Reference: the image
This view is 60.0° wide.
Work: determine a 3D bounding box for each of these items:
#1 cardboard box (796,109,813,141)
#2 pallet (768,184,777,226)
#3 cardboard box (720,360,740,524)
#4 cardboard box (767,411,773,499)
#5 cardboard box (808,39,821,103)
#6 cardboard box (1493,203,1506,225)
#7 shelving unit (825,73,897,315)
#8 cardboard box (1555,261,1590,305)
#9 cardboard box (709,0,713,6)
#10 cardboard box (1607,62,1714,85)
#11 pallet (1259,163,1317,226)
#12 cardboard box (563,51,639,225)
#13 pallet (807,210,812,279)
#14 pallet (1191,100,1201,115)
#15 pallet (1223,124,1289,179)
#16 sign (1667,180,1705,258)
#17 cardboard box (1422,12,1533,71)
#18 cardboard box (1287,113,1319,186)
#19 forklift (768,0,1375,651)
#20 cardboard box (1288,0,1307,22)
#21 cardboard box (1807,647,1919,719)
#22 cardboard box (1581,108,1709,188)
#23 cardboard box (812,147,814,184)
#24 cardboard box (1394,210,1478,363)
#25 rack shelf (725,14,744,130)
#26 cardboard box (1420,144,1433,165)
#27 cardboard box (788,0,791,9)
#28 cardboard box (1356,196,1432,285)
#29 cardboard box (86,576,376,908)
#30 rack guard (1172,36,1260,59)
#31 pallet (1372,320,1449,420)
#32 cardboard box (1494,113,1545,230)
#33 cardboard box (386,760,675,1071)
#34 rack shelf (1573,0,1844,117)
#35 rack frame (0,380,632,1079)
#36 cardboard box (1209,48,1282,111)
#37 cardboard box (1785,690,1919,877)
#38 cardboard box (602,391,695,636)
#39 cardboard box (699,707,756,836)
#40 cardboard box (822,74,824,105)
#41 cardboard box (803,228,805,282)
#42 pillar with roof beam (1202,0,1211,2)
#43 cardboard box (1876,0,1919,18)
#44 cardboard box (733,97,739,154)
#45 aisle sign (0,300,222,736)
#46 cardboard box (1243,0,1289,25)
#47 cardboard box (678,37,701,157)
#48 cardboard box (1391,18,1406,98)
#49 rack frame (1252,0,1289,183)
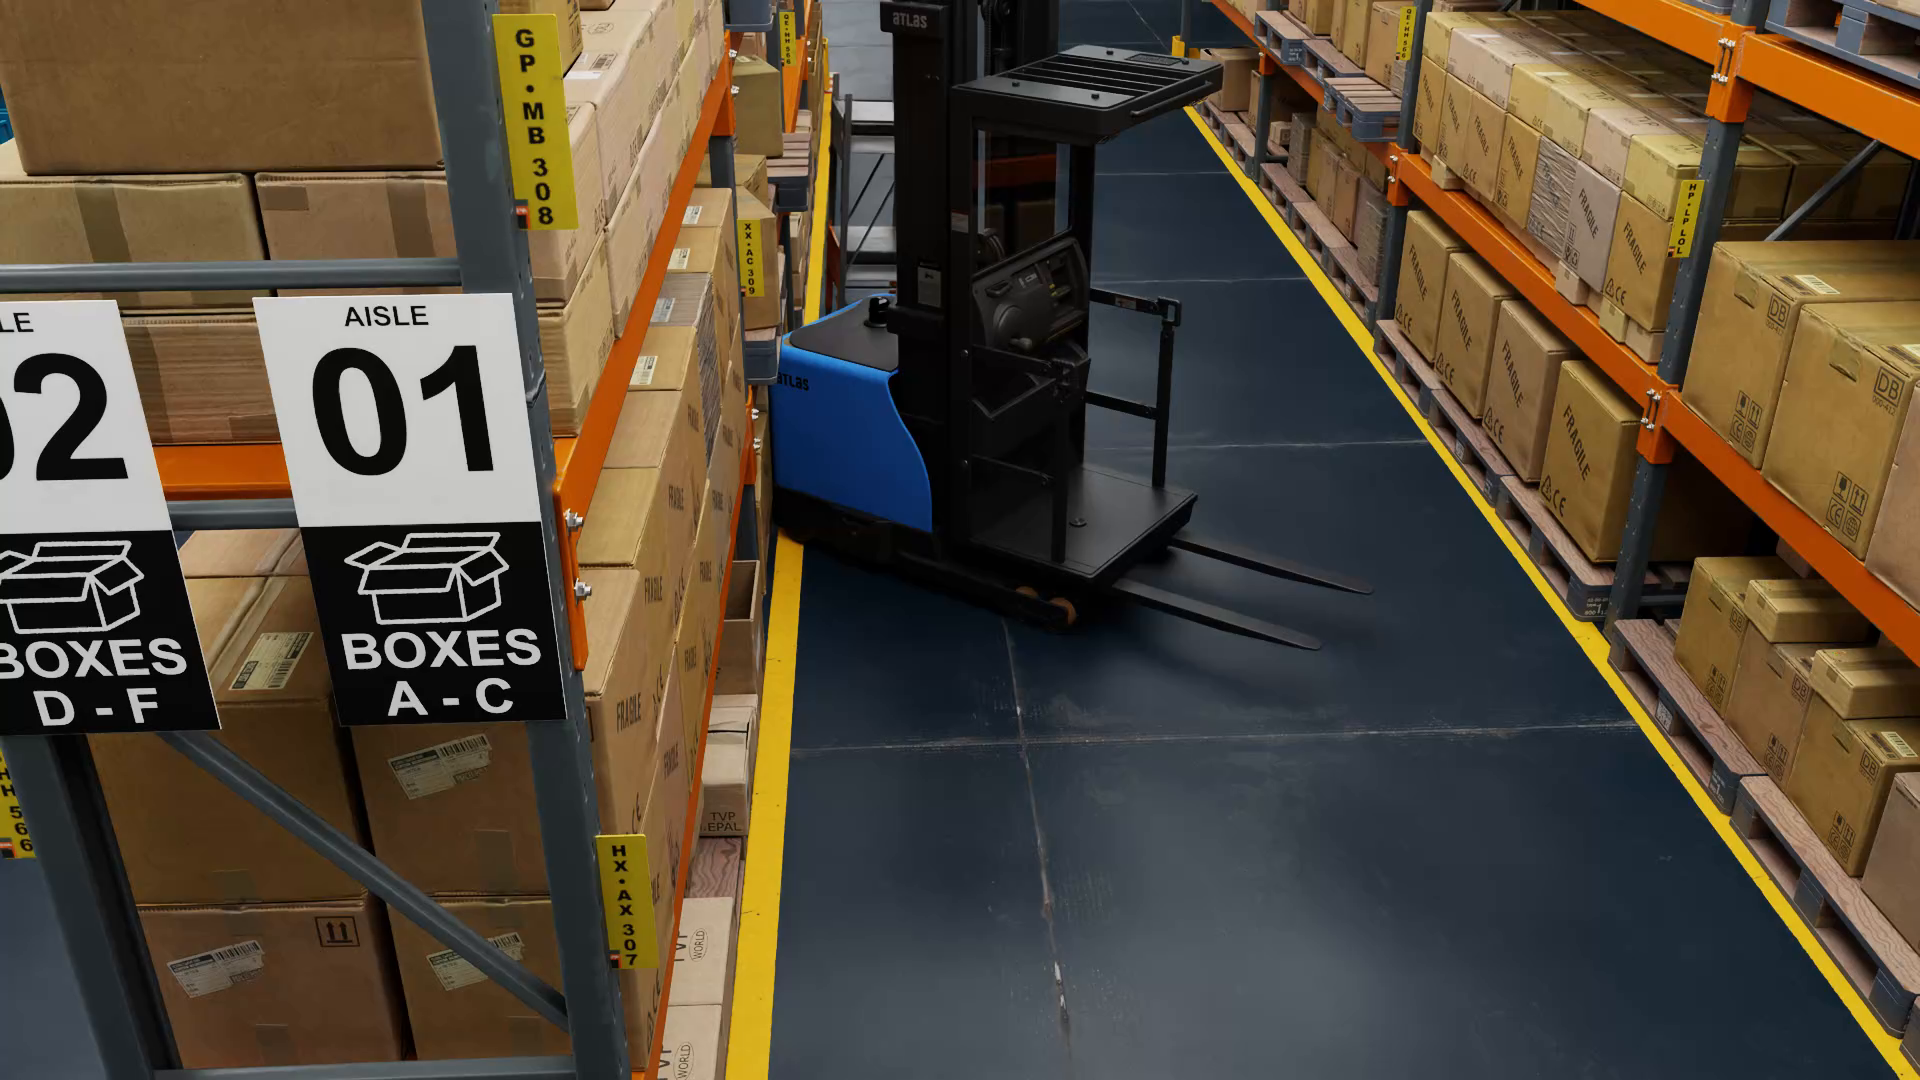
[{"bbox_3d":[-1.507,-3.477,14.085,0.500,0.311,0.500,-1,28,-3],"label":"cardboard box"},{"bbox_3d":[-1.499,-1.611,8.802,1.003,0.211,1.213,-1,28,-3],"label":"pallet"},{"bbox_3d":[-1.086,-0.328,6.027,0.500,0.500,0.500,-1,28,-1],"label":"cardboard box"},{"bbox_3d":[-1.236,-0.540,8.768,0.500,0.500,0.500,-1,28,-2],"label":"cardboard box"},{"bbox_3d":[-1.578,-4.424,15.697,0.500,0.500,0.500,-1,28,-3],"label":"cardboard box"},{"bbox_3d":[3.222,-1.861,9.325,0.380,0.149,0.250,-1,28,-2],"label":"cardboard box"},{"bbox_3d":[-0.510,-1.481,9.290,0.431,2.100,0.503,-2,27,-12],"label":"shelving unit"},{"bbox_3d":[3.172,-1.272,8.195,0.380,0.149,0.250,-1,28,-3],"label":"cardboard box"},{"bbox_3d":[-1.100,-2.014,5.745,0.500,0.250,0.500,-1,28,-3],"label":"cardboard box"},{"bbox_3d":[3.698,-2.318,8.689,0.500,0.250,0.500,-2,28,-4],"label":"cardboard box"},{"bbox_3d":[3.174,-2.966,14.209,1.003,0.211,1.213,-1,28,-3],"label":"pallet"},{"bbox_3d":[-0.974,-0.859,3.531,0.500,0.250,0.500,-1,28,-3],"label":"cardboard box"},{"bbox_3d":[-1.670,-2.301,12.933,1.003,0.211,1.213,-1,28,-3],"label":"pallet"},{"bbox_3d":[2.934,-4.762,17.652,1.003,0.211,1.213,-1,28,-3],"label":"pallet"},{"bbox_3d":[3.062,-3.635,15.492,1.003,0.211,1.213,-1,28,-3],"label":"pallet"},{"bbox_3d":[3.009,-1.329,6.887,0.100,0.325,0.005,-1,28,-3],"label":"sign"},{"bbox_3d":[3.109,-3.004,10.003,0.500,0.250,0.500,-1,28,-1],"label":"cardboard box"},{"bbox_3d":[3.187,-3.310,14.079,0.700,0.500,0.500,0,28,-1],"label":"cardboard box"},{"bbox_3d":[0.516,-1.138,7.762,3.031,2.935,1.130,17,32,30],"label":"forklift"},{"bbox_3d":[3.125,-4.566,13.677,0.700,0.500,0.500,-1,28,-2],"label":"cardboard box"},{"bbox_3d":[3.350,0.518,6.061,0.380,0.149,0.250,-2,28,-4],"label":"cardboard box"},{"bbox_3d":[3.253,-1.831,7.755,0.500,0.250,0.500,-1,28,-2],"label":"cardboard box"},{"bbox_3d":[-1.503,-3.224,14.206,0.500,0.250,0.500,-2,28,-3],"label":"cardboard box"},{"bbox_3d":[3.248,-1.605,10.455,0.750,0.750,0.750,-2,28,-3],"label":"cardboard box"},{"bbox_3d":[-1.501,-2.681,8.181,1.077,0.370,4.000,-1,28,-3],"label":"rack shelf"},{"bbox_3d":[3.127,-2.455,10.463,0.380,0.149,0.250,-2,28,-3],"label":"cardboard box"},{"bbox_3d":[-1.878,-4.934,14.857,0.700,0.500,0.500,-2,28,-3],"label":"cardboard box"},{"bbox_3d":[3.251,-2.133,11.824,0.700,0.500,0.500,-1,28,-2],"label":"cardboard box"},{"bbox_3d":[-1.486,0.414,3.523,0.500,0.500,0.500,-2,28,-3],"label":"cardboard box"},{"bbox_3d":[2.927,-5.266,18.306,1.175,0.500,0.348,-1,28,-3],"label":"rack guard"},{"bbox_3d":[3.307,-1.113,10.655,1.003,0.211,1.213,-1,28,-3],"label":"pallet"},{"bbox_3d":[3.189,-1.958,8.809,0.500,0.500,0.500,-1,28,-1],"label":"cardboard box"},{"bbox_3d":[-0.948,0.845,3.778,0.500,0.500,0.500,-1,28,-2],"label":"cardboard box"},{"bbox_3d":[3.446,-2.803,8.414,1.077,0.370,4.000,-1,28,-3],"label":"rack shelf"},{"bbox_3d":[-1.188,1.101,3.396,1.000,3.000,0.127,-1,28,-3],"label":"rack frame"},{"bbox_3d":[2.888,-4.571,16.499,0.700,0.500,0.500,-3,28,-6],"label":"cardboard box"},{"bbox_3d":[3.534,0.871,6.085,0.700,0.500,0.500,-1,28,-1],"label":"cardboard box"},{"bbox_3d":[-1.004,-0.071,4.452,0.500,0.500,0.500,-1,28,-2],"label":"cardboard box"},{"bbox_3d":[-1.045,0.853,6.302,0.500,0.311,0.500,-1,28,-3],"label":"cardboard box"},{"bbox_3d":[-1.634,-4.553,16.756,0.500,0.250,0.500,-1,28,-3],"label":"cardboard box"},{"bbox_3d":[-1.367,-2.042,11.941,0.500,0.250,0.500,-2,28,-4],"label":"cardboard box"},{"bbox_3d":[-0.789,-11.434,20.942,9.100,9.000,0.400,-1,28,-3],"label":"pillar with roof beam"},{"bbox_3d":[3.335,-1.801,5.315,0.500,0.250,0.500,-2,28,-4],"label":"cardboard box"},{"bbox_3d":[-1.603,-2.109,8.988,0.700,0.500,0.500,4,28,7],"label":"cardboard box"},{"bbox_3d":[-1.490,-0.013,2.720,0.394,0.787,0.004,-1,28,-3],"label":"aisle sign"},{"bbox_3d":[2.805,-4.716,14.689,0.500,0.250,0.500,-1,28,-3],"label":"cardboard box"},{"bbox_3d":[-1.056,-1.330,4.975,0.500,0.250,0.500,-1,28,-3],"label":"cardboard box"},{"bbox_3d":[3.307,-3.171,11.003,0.700,0.500,0.500,-5,28,-9],"label":"cardboard box"},{"bbox_3d":[3.132,-4.562,14.254,1.000,3.000,0.127,-1,28,-3],"label":"rack frame"}]
